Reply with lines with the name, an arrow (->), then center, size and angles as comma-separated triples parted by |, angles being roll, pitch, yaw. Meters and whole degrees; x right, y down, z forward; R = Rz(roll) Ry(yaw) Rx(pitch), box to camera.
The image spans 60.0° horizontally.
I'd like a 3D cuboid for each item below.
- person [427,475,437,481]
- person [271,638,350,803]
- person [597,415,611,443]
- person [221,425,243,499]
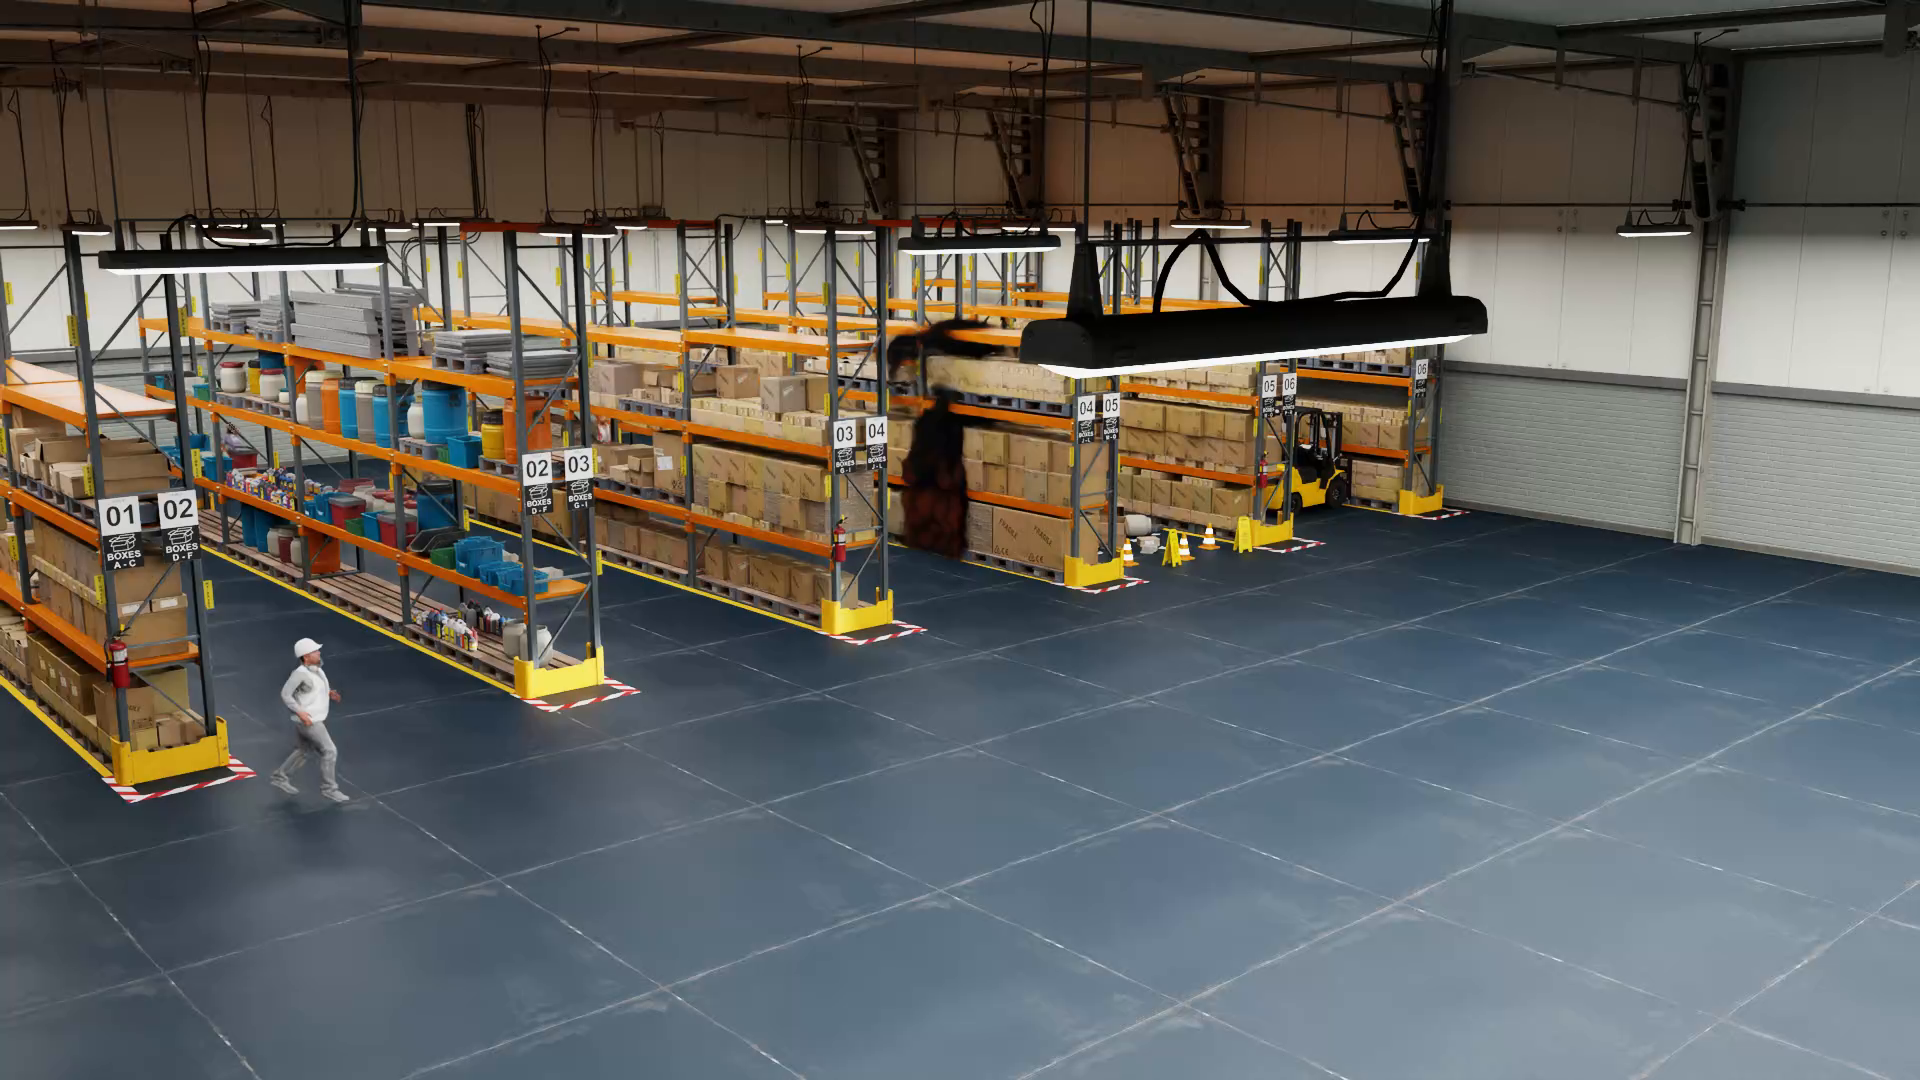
person -> -9.369, -0.358, 29.641 | 0.557, 1.618, 0.582 | 9, 15, 39
person -> -7.012, 1.934, 17.815 | 0.816, 1.823, 0.649 | -2, 12, -10
person -> -7.914, -1.976, 37.126 | 0.664, 1.793, 0.914 | -8, 14, -33
person -> -15.753, -1.718, 36.245 | 0.648, 1.624, 0.601 | -7, 13, -30
